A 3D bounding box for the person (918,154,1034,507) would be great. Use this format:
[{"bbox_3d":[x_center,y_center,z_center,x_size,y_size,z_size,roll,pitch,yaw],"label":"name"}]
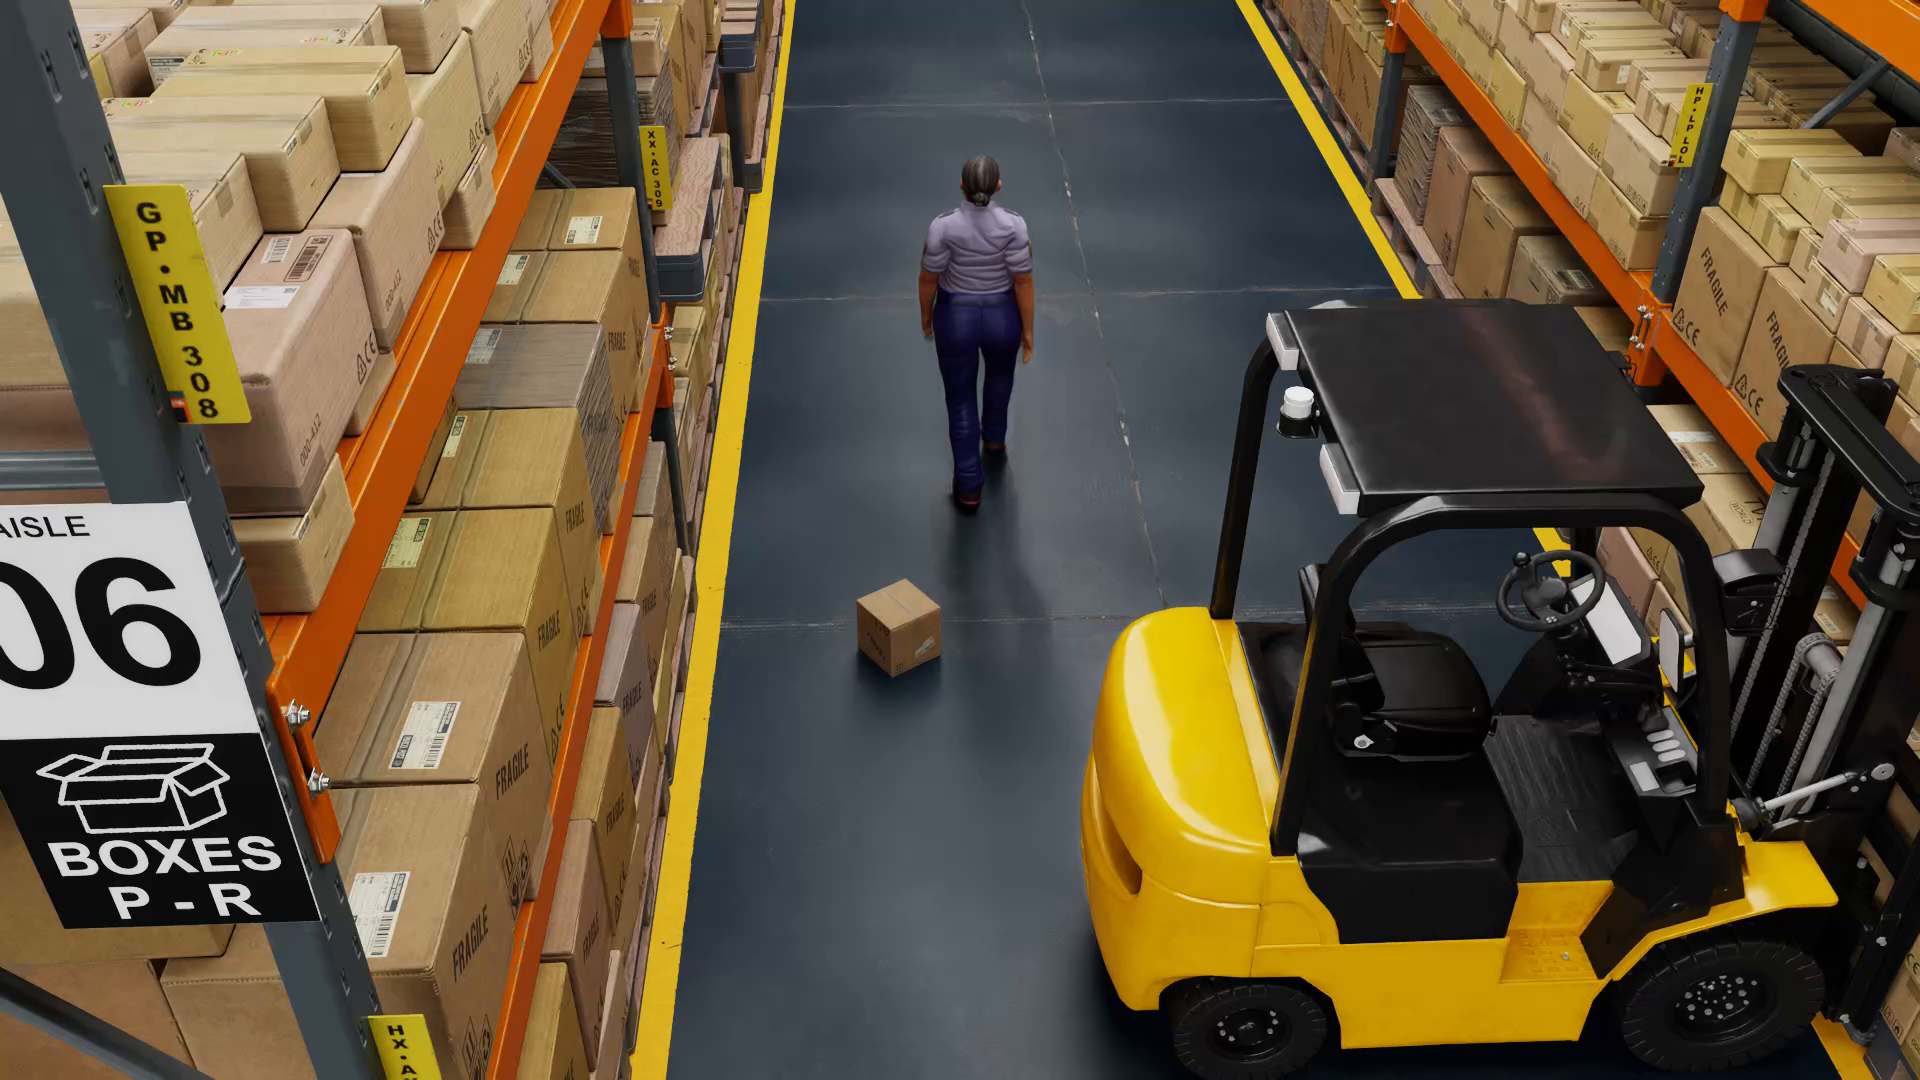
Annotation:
[{"bbox_3d":[0.063,-0.961,7.549,0.501,1.707,0.694,-4,36,-6],"label":"person"}]
